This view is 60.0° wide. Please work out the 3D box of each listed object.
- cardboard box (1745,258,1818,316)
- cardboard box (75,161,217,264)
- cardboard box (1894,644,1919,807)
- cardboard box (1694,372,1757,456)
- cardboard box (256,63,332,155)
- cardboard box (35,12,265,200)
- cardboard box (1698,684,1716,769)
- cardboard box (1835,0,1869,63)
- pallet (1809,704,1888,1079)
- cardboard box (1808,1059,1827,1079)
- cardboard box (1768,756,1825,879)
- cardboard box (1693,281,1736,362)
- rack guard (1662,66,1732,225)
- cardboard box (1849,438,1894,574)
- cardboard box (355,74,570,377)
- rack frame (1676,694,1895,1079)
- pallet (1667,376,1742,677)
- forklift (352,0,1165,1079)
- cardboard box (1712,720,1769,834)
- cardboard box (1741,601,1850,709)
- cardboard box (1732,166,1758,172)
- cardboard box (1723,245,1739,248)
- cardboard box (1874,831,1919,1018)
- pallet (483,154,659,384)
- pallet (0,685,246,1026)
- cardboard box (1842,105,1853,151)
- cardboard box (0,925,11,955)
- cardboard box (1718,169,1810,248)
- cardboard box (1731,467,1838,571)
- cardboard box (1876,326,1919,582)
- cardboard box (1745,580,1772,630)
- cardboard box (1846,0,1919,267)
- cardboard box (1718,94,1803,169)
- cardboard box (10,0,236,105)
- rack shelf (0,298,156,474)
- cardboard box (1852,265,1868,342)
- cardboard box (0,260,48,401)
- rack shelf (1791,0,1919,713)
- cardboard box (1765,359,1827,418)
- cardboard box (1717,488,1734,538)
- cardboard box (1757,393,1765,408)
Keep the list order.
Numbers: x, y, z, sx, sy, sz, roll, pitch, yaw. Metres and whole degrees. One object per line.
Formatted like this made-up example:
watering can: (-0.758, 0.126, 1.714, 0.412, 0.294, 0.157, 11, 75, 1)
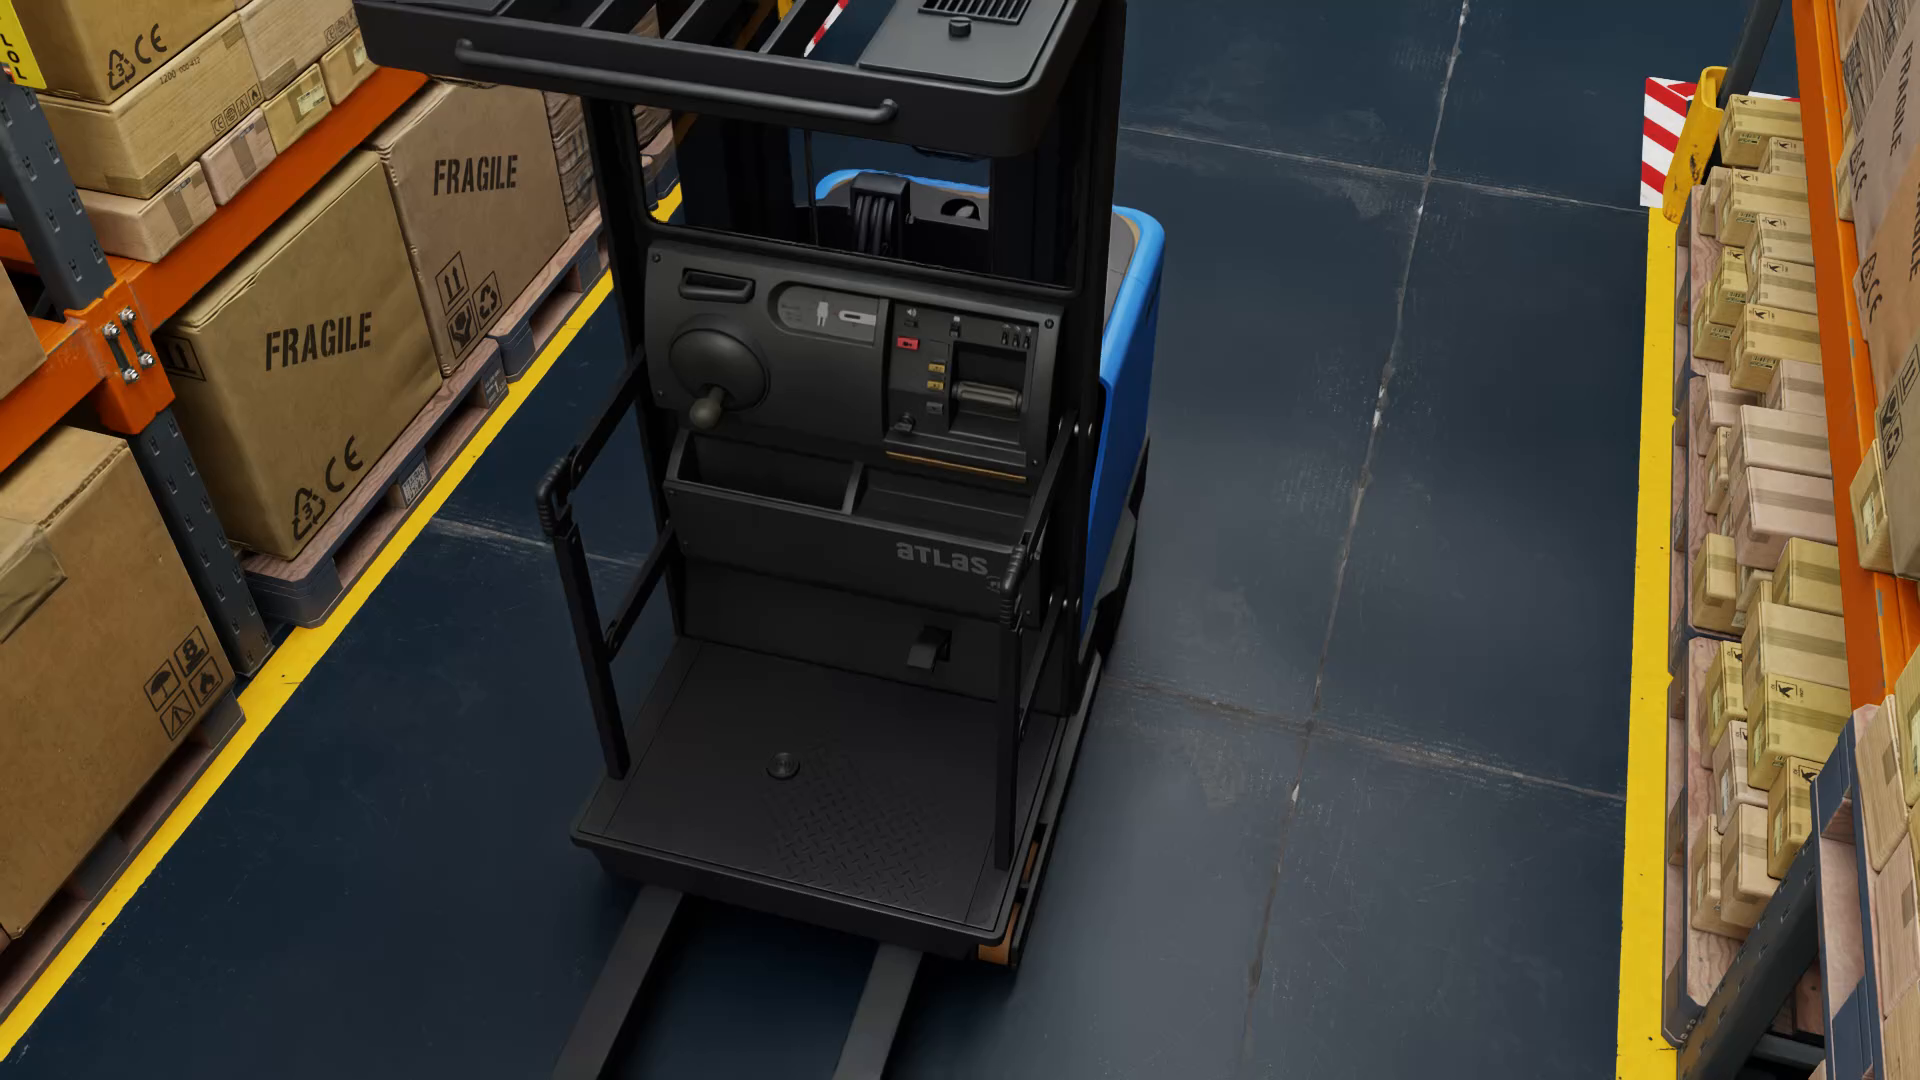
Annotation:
cardboard box: (2.651, -0.712, 5.146, 0.380, 0.149, 0.250, 14, 46, 14)
cardboard box: (-2.111, -0.850, 4.153, 0.380, 0.149, 0.250, 13, 46, 13)
cardboard box: (1.621, 0.304, 2.462, 0.380, 0.149, 0.250, 13, 46, 13)
cardboard box: (2.530, -0.367, 5.219, 0.380, 0.149, 0.250, 10, 45, 11)
cardboard box: (-1.953, -1.201, 4.512, 0.380, 0.149, 0.250, 14, 46, 14)
cardboard box: (-2.126, -1.123, 4.148, 0.500, 0.250, 0.500, 12, 46, 12)
cardboard box: (2.150, 0.495, 4.338, 0.380, 0.149, 0.250, 11, 45, 11)
cardboard box: (2.693, -1.577, 4.432, 0.500, 0.500, 0.500, 13, 46, 13)
pallet: (1.808, 0.852, 2.372, 1.003, 0.211, 1.213, 13, 46, 13)
cardboard box: (1.703, 1.217, 2.813, 0.500, 0.250, 0.500, 11, 45, 11)
cardboard box: (2.038, 0.669, 3.734, 0.380, 0.149, 0.250, 14, 46, 14)
cardboard box: (2.674, -0.705, 5.564, 0.380, 0.149, 0.250, 13, 46, 13)
rack guard: (3.367, -1.417, 6.341, 1.175, 0.500, 0.348, 13, 46, 13)
cardboard box: (2.016, -0.040, 3.326, 0.380, 0.149, 0.250, 11, 46, 11)
cardboard box: (-1.969, -1.226, 5.578, 0.875, 0.875, 0.875, 13, 46, 13)
rack frame: (2.179, 0.305, 2.794, 1.000, 3.000, 0.127, 13, 46, 13)
pallet: (2.716, 0.031, 5.068, 1.003, 0.211, 1.213, 13, 46, 13)
forklift: (-0.301, -0.299, 3.459, 1.130, 2.935, 3.031, 11, 45, 11)
cardboard box: (2.041, 0.607, 4.010, 0.380, 0.149, 0.250, 11, 45, 11)
cardboard box: (2.146, 0.323, 4.088, 0.380, 0.149, 0.250, 12, 46, 12)
cardboard box: (2.987, -1.304, 5.963, 0.380, 0.149, 0.250, 14, 46, 14)
cardboard box: (2.925, -1.019, 5.885, 0.380, 0.149, 0.250, 12, 46, 12)
cardboard box: (1.543, 0.596, 2.376, 0.380, 0.149, 0.250, 13, 46, 13)
pallet: (-1.845, -1.122, 6.246, 1.003, 0.211, 1.213, 13, 46, 12)
pallet: (-2.680, 0.714, 4.369, 1.003, 0.211, 1.213, 13, 46, 13)
cardboard box: (2.556, -1.074, 4.383, 0.380, 0.149, 0.250, 14, 46, 14)
cardboard box: (-2.962, 0.823, 3.483, 1.225, 0.875, 0.875, 11, 45, 11)
cardboard box: (2.740, -1.078, 5.519, 0.380, 0.149, 0.250, 12, 46, 12)
cardboard box: (2.293, -0.034, 4.453, 0.380, 0.149, 0.250, 10, 45, 11)
cardboard box: (2.056, -0.219, 3.045, 0.500, 0.500, 0.500, 13, 46, 13)
cardboard box: (2.275, 0.279, 4.346, 0.380, 0.149, 0.250, 13, 46, 13)
cardboard box: (2.366, -0.896, 3.737, 0.500, 0.500, 0.500, 12, 46, 12)
cardboard box: (2.907, -1.428, 5.877, 0.380, 0.149, 0.250, 11, 45, 11)
cardboard box: (-2.129, -1.399, 3.893, 0.500, 0.500, 0.500, 13, 46, 13)
rack shelf: (-3.124, 0.777, 2.825, 1.077, 0.370, 4.000, 13, 46, 13)
cardboard box: (2.309, -0.559, 3.857, 0.380, 0.149, 0.250, 11, 45, 11)
cardboard box: (-2.399, -0.479, 3.523, 0.500, 0.500, 0.500, 13, 46, 13)
rack shelf: (2.784, -0.771, 4.408, 1.077, 0.370, 4.000, 13, 46, 13)
cardboard box: (2.543, -0.358, 4.784, 0.380, 0.149, 0.250, 13, 46, 13)
cardboard box: (2.429, -0.009, 4.853, 0.380, 0.149, 0.250, 13, 46, 13)
cardboard box: (2.646, -0.417, 5.057, 0.380, 0.149, 0.250, 15, 46, 15)
